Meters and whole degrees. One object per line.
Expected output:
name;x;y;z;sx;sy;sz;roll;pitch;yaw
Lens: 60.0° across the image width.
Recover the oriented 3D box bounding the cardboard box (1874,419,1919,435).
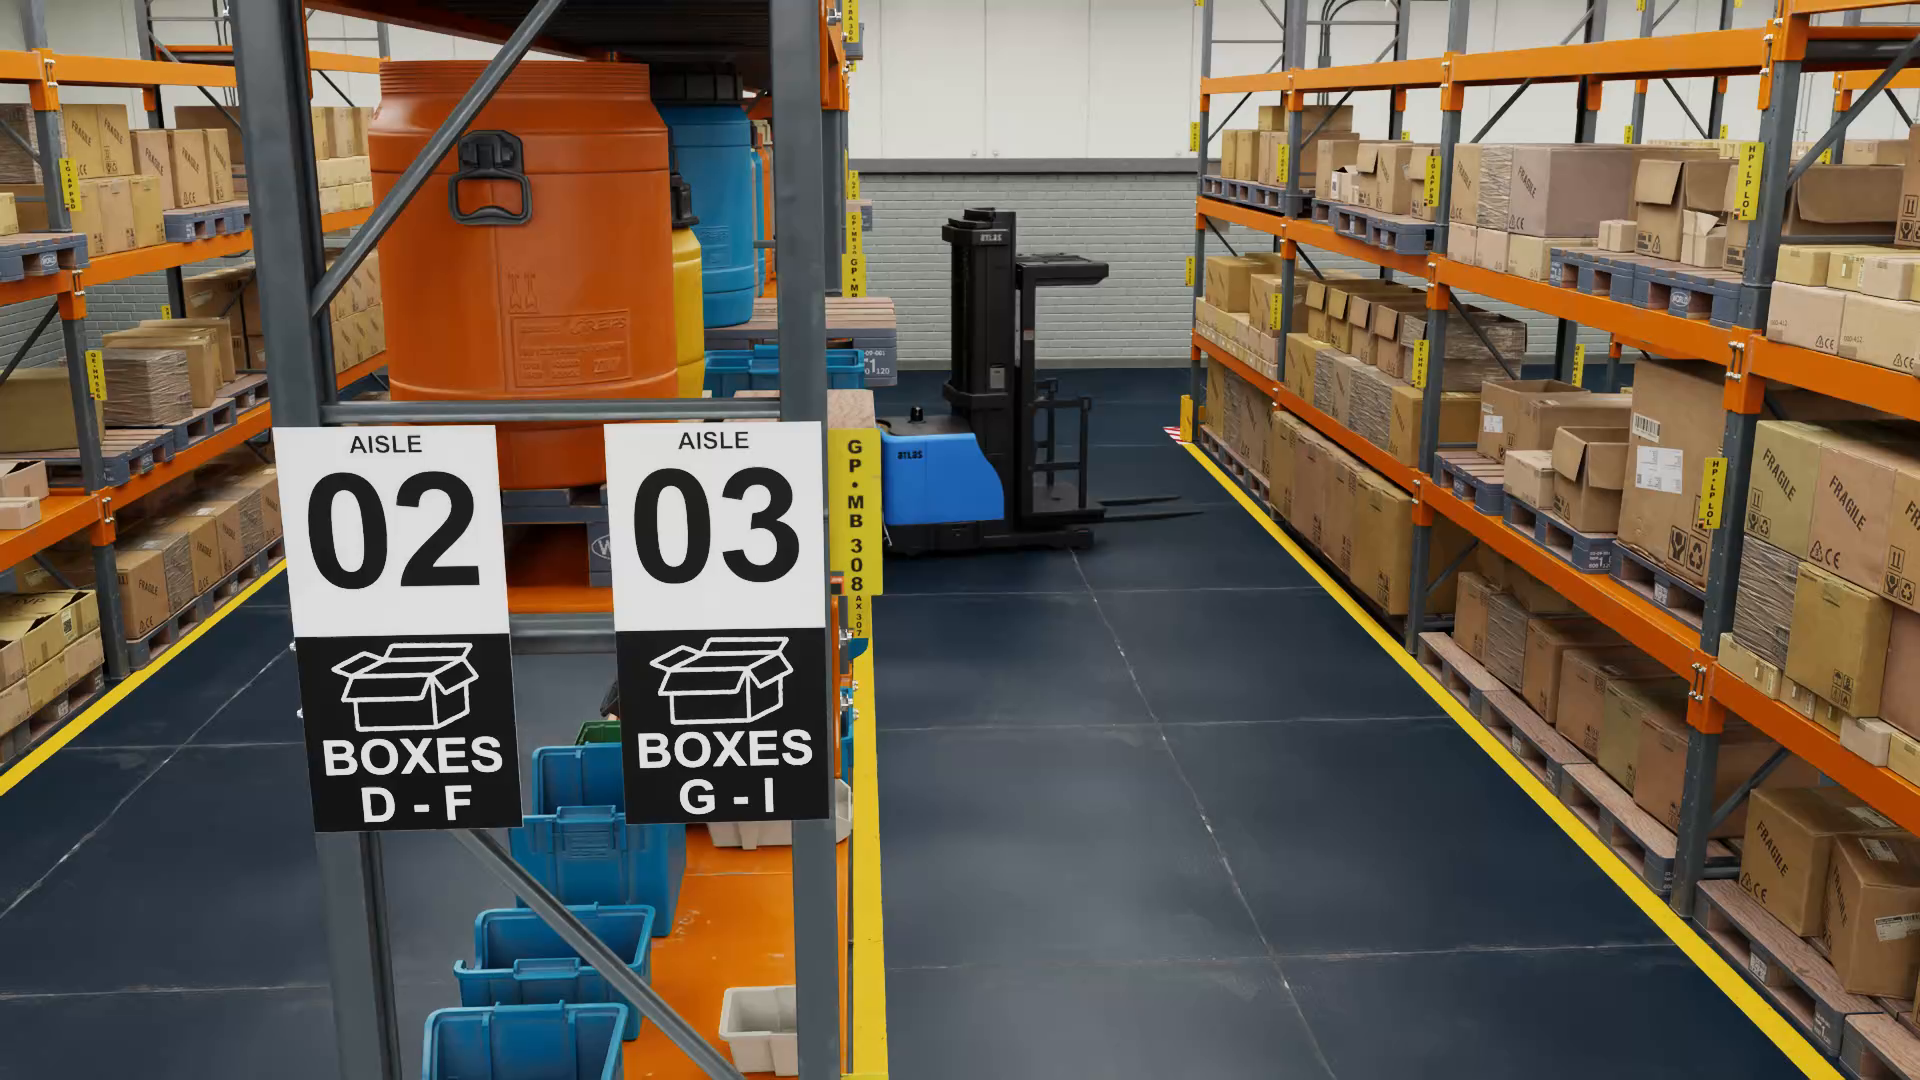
cardboard box;4.249;-0.227;7.086;0.500;0.500;0.500;-1;14;-3

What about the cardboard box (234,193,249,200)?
cardboard box;-6.219;-3.001;14.951;0.500;0.250;0.500;-1;14;-3

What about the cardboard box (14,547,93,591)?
cardboard box;-6.481;0.267;12.101;0.500;0.500;0.500;0;14;-1

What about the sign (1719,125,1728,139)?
sign;8.715;-4.579;19.008;0.100;0.325;0.005;-1;14;-3

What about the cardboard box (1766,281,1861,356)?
cardboard box;3.719;-0.923;6.873;0.500;0.250;0.500;-1;15;-6

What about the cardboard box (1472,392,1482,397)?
cardboard box;3.941;-0.827;12.019;0.500;0.500;0.500;0;14;-2

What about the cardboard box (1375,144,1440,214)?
cardboard box;3.448;-2.722;12.521;0.500;0.500;0.500;0;14;0

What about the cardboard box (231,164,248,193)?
cardboard box;-6.218;-3.243;14.888;0.500;0.250;0.500;-1;14;-3

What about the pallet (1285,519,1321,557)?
pallet;3.574;-0.107;15.018;1.003;0.211;1.213;-1;14;-3

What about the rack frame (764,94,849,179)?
rack frame;-1.740;-5.472;18.233;1.000;3.000;0.127;-1;14;-3

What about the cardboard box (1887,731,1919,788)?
cardboard box;3.762;0.832;6.277;0.380;0.149;0.250;-1;14;-3

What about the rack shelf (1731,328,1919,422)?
rack shelf;4.071;-0.265;5.461;1.077;0.370;4.000;-1;14;-3

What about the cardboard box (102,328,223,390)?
cardboard box;-6.524;-1.456;13.624;0.700;0.500;0.500;1;14;5

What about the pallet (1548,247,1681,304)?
pallet;3.948;-1.433;8.934;1.213;0.211;1.003;-1;14;-3

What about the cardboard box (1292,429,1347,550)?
cardboard box;3.567;-0.441;14.143;1.225;0.875;0.875;-1;14;-5

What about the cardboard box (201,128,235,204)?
cardboard box;-6.479;-3.122;13.878;0.600;0.600;0.600;-2;15;-9

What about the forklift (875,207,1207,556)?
forklift;0.705;-1.453;14.792;3.031;2.935;1.130;-3;15;-13

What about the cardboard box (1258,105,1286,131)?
cardboard box;3.319;-4.256;16.780;0.500;0.250;0.500;-1;14;-5

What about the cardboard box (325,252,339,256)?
cardboard box;-6.880;-2.779;17.600;0.500;0.500;0.500;-1;14;-3

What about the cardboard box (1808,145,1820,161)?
cardboard box;8.115;-3.588;15.430;0.380;0.149;0.250;-2;15;-6

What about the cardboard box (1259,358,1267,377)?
cardboard box;3.089;-1.661;15.967;0.380;0.149;0.250;-1;14;-2

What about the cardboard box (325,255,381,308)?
cardboard box;-6.313;-2.662;17.147;0.500;0.500;0.500;0;14;-2

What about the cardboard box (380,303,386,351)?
cardboard box;-6.349;-2.303;17.757;0.500;0.500;0.500;-1;14;-3

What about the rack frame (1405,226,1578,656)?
rack frame;3.699;-0.653;11.545;1.000;3.000;0.127;-1;14;-3

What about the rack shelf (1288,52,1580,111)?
rack shelf;3.575;-3.514;12.870;1.077;0.370;4.000;-1;14;-3

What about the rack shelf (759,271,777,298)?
rack shelf;-1.120;-1.184;9.031;1.077;0.370;4.000;-1;14;-3

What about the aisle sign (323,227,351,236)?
aisle sign;-6.981;-3.762;18.412;0.394;0.787;0.004;-1;14;-3

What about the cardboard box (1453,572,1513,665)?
cardboard box;3.761;0.511;11.155;0.700;0.500;0.500;-2;15;-6

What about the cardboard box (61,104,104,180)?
cardboard box;-6.241;-2.722;11.359;0.500;0.500;0.500;-1;14;-3

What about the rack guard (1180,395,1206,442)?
rack guard;3.202;-1.438;19.613;1.175;0.500;0.348;-1;14;-3

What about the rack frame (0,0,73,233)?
rack frame;-6.188;-3.407;10.207;1.000;3.000;0.127;-1;14;-3

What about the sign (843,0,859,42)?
sign;-0.696;-3.336;10.580;0.100;0.325;0.005;-1;14;-3

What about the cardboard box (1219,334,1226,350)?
cardboard box;2.978;-2.108;17.704;0.380;0.149;0.250;-1;14;-4

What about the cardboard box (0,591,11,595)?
cardboard box;-6.449;0.490;10.651;0.500;0.311;0.500;0;14;-2

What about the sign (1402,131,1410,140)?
sign;3.992;-3.514;14.976;0.100;0.325;0.005;-1;14;-3

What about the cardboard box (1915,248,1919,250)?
cardboard box;4.255;-1.155;6.977;0.380;0.149;0.250;0;14;-2

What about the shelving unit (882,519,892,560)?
shelving unit;-0.882;-0.320;14.410;0.215;0.252;1.050;-8;61;-27

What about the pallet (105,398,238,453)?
pallet;-6.314;-0.892;12.858;1.003;0.211;1.213;-1;14;-3

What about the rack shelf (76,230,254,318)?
rack shelf;-6.312;-2.103;12.603;1.077;0.370;4.000;-1;14;-3

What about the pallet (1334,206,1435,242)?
pallet;3.534;-2.452;12.895;1.003;0.211;1.213;0;14;-1

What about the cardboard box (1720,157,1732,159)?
cardboard box;8.014;-3.822;17.138;0.500;0.250;0.500;-1;14;-6

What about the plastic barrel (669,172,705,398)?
plastic barrel;-0.946;-0.616;4.160;0.600;0.588;0.600;0;14;0

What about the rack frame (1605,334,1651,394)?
rack frame;8.160;-2.694;19.478;1.000;3.000;0.127;-1;14;-3

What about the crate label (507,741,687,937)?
crate label;-1.133;0.942;5.274;0.502;0.435;0.616;-1;14;-3

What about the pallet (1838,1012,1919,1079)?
pallet;4.102;2.163;6.197;1.003;0.211;1.213;-1;14;-3

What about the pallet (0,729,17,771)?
pallet;-6.104;1.357;9.327;1.003;0.211;1.213;-1;14;-3

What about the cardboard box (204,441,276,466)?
cardboard box;-6.755;-0.636;15.611;0.500;0.500;0.500;-1;14;-3

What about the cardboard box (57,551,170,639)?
cardboard box;-5.931;0.379;11.668;0.500;0.500;0.500;0;14;-1

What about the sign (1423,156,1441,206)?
sign;3.145;-2.388;11.072;0.100;0.325;0.005;-1;14;-3

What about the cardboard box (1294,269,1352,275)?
cardboard box;3.617;-2.458;16.757;0.500;0.500;0.500;-1;14;-5

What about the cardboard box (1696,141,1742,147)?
cardboard box;7.952;-4.103;17.431;0.380;0.149;0.250;0;14;-2

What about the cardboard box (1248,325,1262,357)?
cardboard box;3.127;-1.954;16.304;0.500;0.250;0.500;0;14;-2

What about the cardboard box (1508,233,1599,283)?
cardboard box;3.547;-1.657;9.728;0.500;0.250;0.500;-1;14;-2

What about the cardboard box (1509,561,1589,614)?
cardboard box;3.814;0.279;10.550;0.500;0.250;0.500;1;14;3

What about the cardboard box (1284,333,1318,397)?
cardboard box;3.230;-1.578;14.939;0.500;0.500;0.500;-1;14;-3
